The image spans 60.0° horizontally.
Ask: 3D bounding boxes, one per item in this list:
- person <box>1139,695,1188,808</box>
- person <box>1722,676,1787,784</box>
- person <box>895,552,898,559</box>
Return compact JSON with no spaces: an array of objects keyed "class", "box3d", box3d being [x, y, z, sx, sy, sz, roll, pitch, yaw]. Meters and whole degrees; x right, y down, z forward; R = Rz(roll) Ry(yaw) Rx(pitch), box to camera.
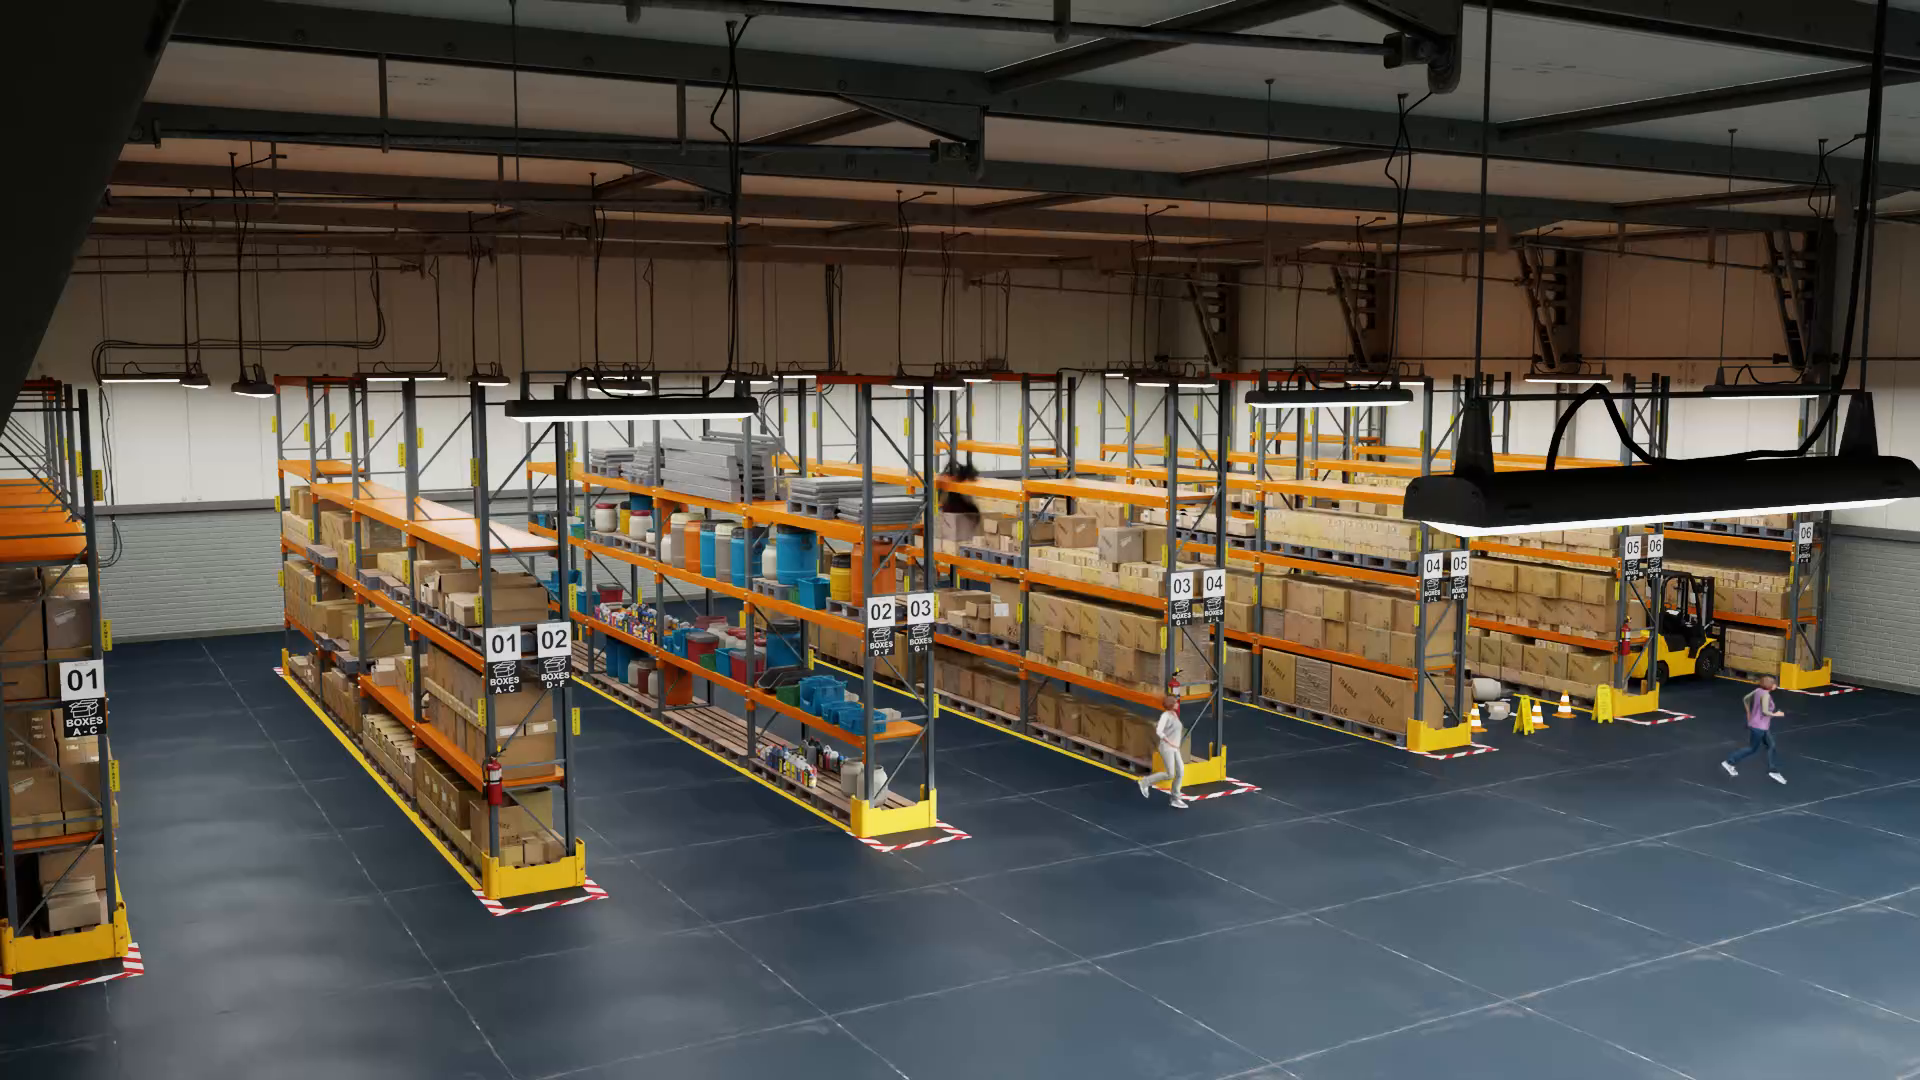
[{"class":"person","box3d":[2.966,2.982,23.639,0.742,1.545,0.602,3,7,27]},{"class":"person","box3d":[11.910,2.823,24.866,0.903,1.612,0.563,2,6,15]},{"class":"person","box3d":[-1.678,1.128,39.939,0.745,1.685,0.531,0,6,4]}]
